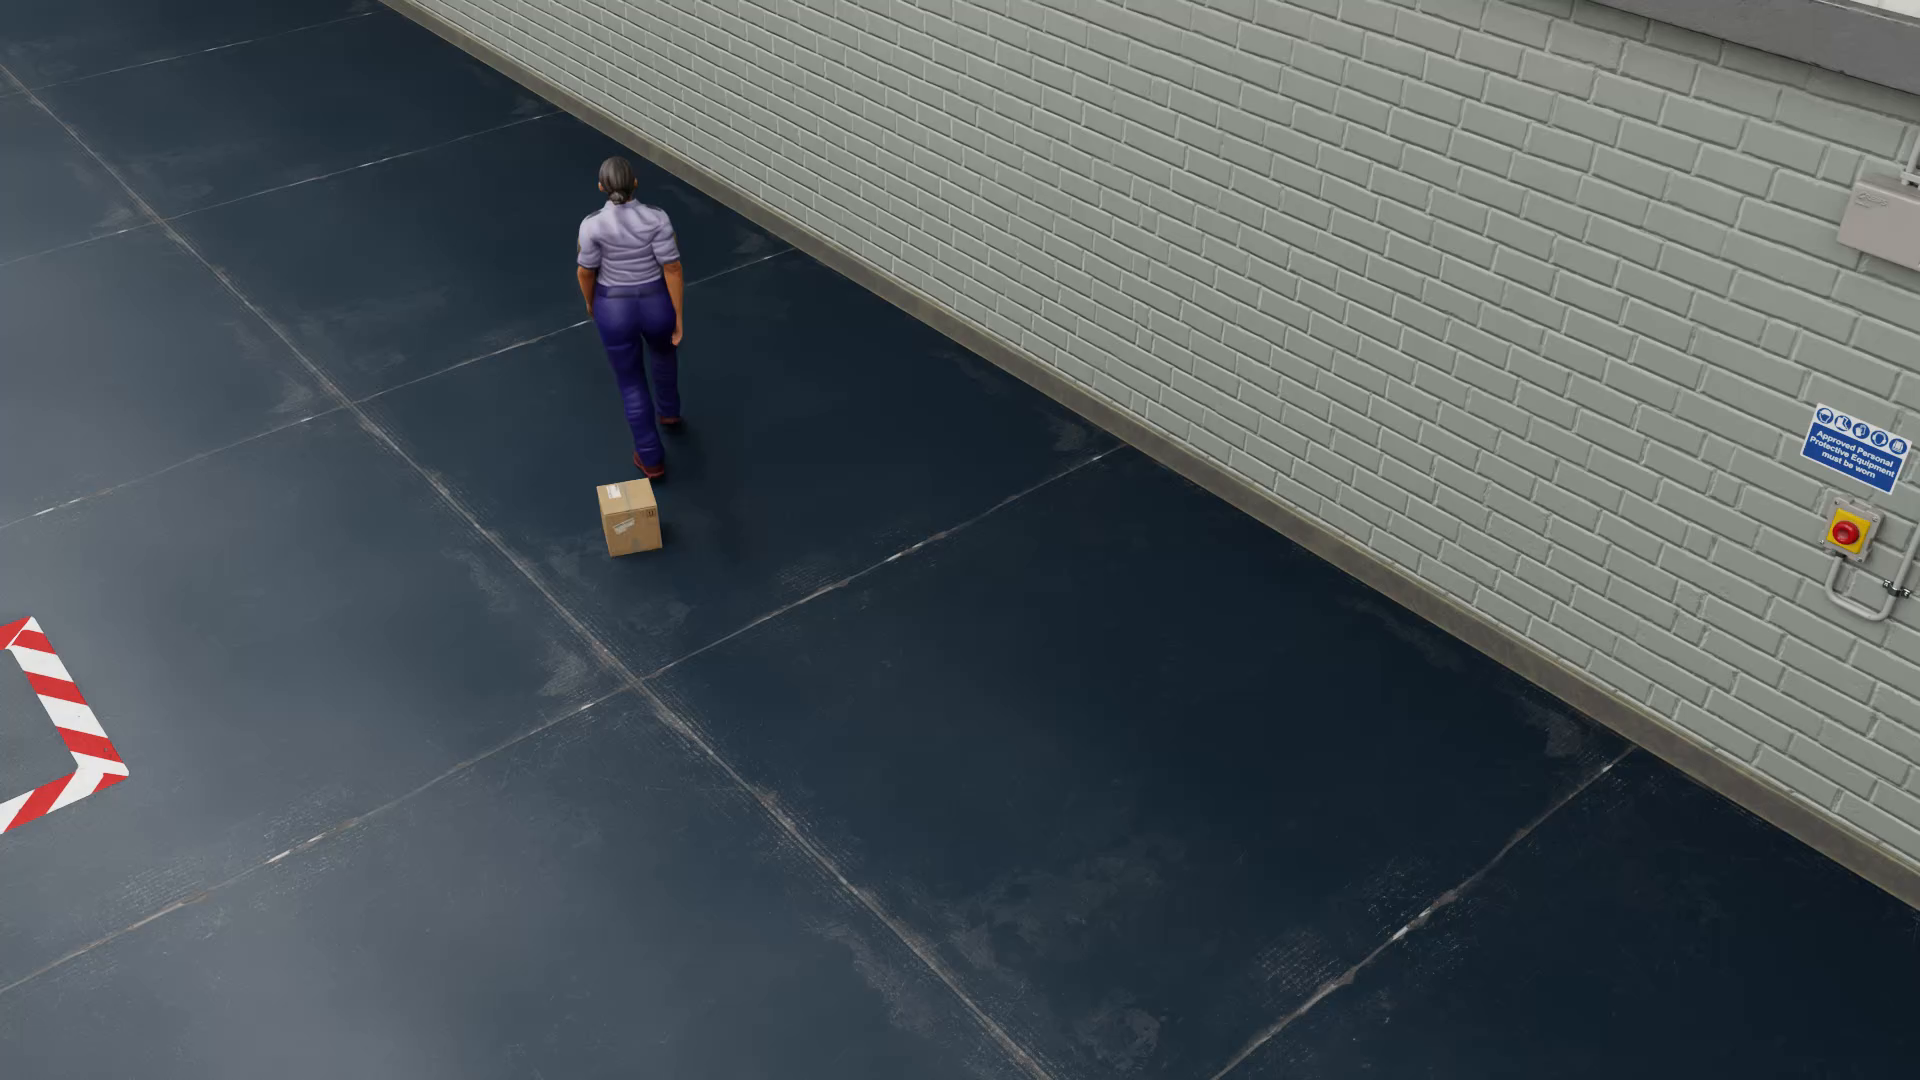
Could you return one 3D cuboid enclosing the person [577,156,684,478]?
[{"bbox_3d":[-1.618,-1.125,8.225,0.484,1.691,0.698,-12,38,-16],"label":"person"}]
